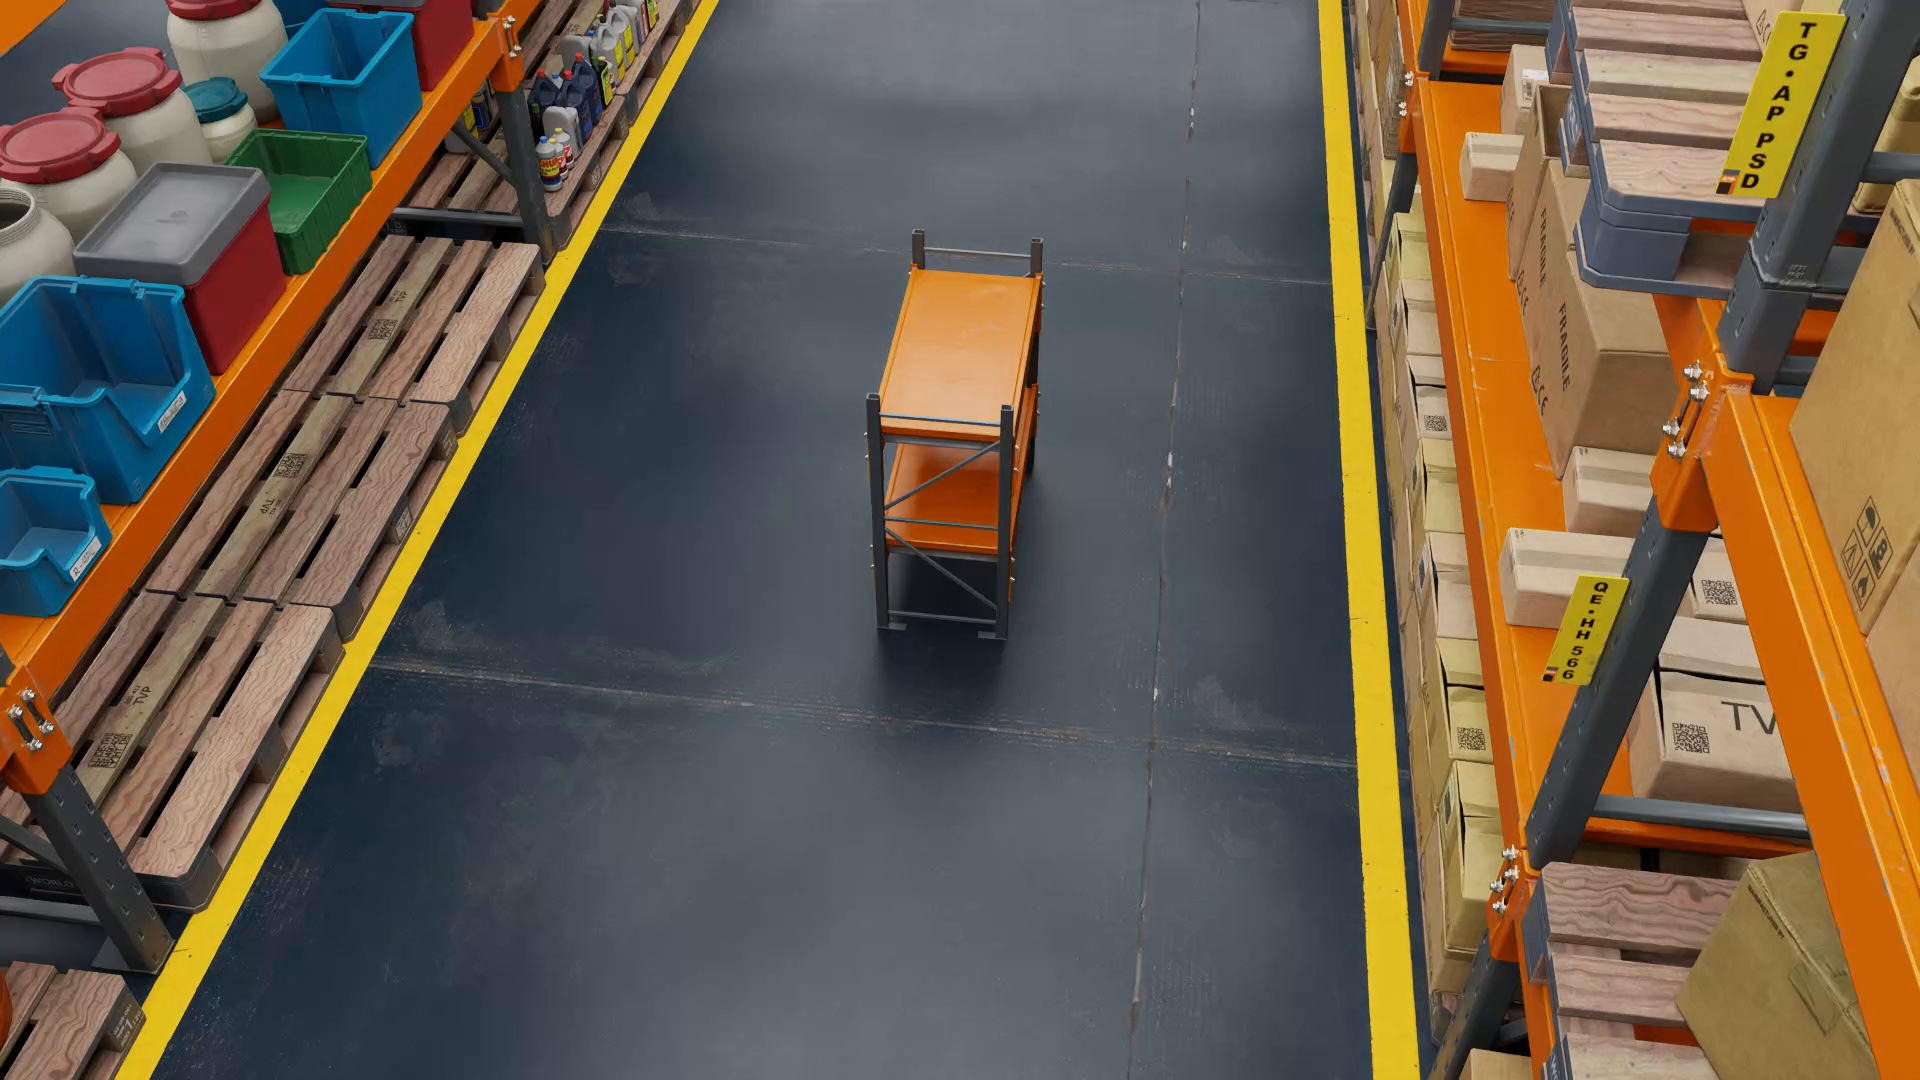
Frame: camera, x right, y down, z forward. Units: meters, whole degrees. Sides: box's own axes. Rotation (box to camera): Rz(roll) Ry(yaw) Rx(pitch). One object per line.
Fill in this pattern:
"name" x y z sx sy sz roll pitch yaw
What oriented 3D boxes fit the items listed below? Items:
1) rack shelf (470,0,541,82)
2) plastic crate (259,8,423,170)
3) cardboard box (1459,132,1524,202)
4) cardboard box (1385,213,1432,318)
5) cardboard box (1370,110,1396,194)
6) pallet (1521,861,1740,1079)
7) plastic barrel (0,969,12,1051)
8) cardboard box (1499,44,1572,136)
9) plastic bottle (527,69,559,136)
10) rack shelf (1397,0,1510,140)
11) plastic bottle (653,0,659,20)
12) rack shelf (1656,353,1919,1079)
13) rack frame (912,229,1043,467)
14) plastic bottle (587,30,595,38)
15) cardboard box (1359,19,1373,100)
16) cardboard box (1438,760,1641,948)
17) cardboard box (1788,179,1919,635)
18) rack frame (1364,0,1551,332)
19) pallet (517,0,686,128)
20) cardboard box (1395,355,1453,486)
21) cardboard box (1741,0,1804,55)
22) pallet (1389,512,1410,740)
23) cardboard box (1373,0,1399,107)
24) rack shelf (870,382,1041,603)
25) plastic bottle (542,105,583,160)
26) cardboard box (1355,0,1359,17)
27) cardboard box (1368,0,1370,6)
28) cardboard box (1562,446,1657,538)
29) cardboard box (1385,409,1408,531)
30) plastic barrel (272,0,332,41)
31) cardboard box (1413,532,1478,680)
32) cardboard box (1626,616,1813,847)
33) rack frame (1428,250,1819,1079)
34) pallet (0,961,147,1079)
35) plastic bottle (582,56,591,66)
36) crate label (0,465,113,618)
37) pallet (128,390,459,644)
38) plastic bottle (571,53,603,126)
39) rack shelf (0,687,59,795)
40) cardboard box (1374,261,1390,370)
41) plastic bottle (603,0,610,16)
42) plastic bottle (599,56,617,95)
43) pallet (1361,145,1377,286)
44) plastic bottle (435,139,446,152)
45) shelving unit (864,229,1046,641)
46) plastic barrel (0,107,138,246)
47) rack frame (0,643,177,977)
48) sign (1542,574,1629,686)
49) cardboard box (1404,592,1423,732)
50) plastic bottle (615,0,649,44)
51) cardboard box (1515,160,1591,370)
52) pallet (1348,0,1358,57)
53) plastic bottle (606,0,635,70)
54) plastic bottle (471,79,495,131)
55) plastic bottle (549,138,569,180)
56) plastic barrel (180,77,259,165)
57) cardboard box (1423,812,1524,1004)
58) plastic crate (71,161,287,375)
"rack shelf" -2.244 -3.618 8.913 1.077 0.370 4.000 5 44 6
"plastic crate" -2.346 -1.730 6.407 0.392 0.384 0.575 5 44 6
"cardboard box" 2.081 -1.387 6.216 0.380 0.149 0.250 5 44 6
"cardboard box" 2.100 -1.162 7.082 0.500 0.311 0.500 5 44 6
"cardboard box" 2.322 -1.893 8.262 0.500 0.250 0.500 5 44 6
"pallet" 1.852 1.201 3.440 1.213 0.211 1.003 5 44 6
"plastic barrel" -3.085 1.180 4.595 0.600 0.830 0.708 5 44 6
"cardboard box" 2.379 -1.669 6.441 0.500 0.250 0.500 8 44 8
"plastic bottle" -2.133 -2.240 8.540 0.144 0.351 0.185 5 44 6
"rack shelf" 2.666 -3.165 8.434 1.077 0.370 4.000 5 44 6
"plastic bottle" -1.788 -3.094 9.552 0.097 0.201 0.097 0 43 0
"rack shelf" 1.608 1.198 1.645 1.077 0.370 4.000 5 44 6
"rack frame" 0.066 -0.750 6.724 0.500 1.125 0.032 5 44 6
"plastic bottle" -2.010 -2.698 9.134 0.097 0.201 0.097 0 43 0
"cardboard box" 2.439 -2.576 8.983 0.500 0.250 0.500 5 44 6
"cardboard box" 1.698 0.926 4.877 0.500 0.311 0.500 6 44 7
"cardboard box" 1.848 -0.162 2.486 0.910 0.500 0.500 5 44 6
"rack frame" 2.401 -2.063 6.748 1.000 3.000 0.127 5 44 6
"pallet" -2.219 -2.791 9.544 1.003 0.211 1.213 5 44 6
"cardboard box" 1.961 -0.469 6.350 0.500 0.311 0.500 4 44 4
"cardboard box" 1.928 -1.198 3.455 0.500 0.250 0.500 6 44 7
"pallet" 2.184 0.289 6.292 1.003 0.211 1.213 5 44 6
"cardboard box" 2.386 -2.506 8.364 0.500 0.500 0.500 5 44 6
"rack shelf" -0.001 -0.226 6.526 0.538 0.278 1.000 5 44 6
"plastic bottle" -2.016 -2.087 8.434 0.152 0.276 0.135 7 44 7
"cardboard box" 2.576 -3.257 9.703 0.500 0.250 0.500 5 44 6
"cardboard box" 2.521 -3.188 9.084 0.500 0.500 0.500 5 44 6
"cardboard box" 1.985 -0.120 4.878 0.380 0.149 0.250 8 44 9
"cardboard box" 1.968 -0.264 6.541 0.500 0.250 0.500 4 44 4
"plastic barrel" -2.860 -2.462 6.804 0.600 0.901 0.708 5 44 6
"cardboard box" 1.829 0.227 5.615 0.500 0.311 0.500 5 44 5
"cardboard box" 1.964 0.451 4.157 0.500 0.311 0.500 8 44 8
"rack frame" 1.872 0.663 3.868 1.000 3.000 0.127 5 44 6
"pallet" -3.100 1.764 4.734 1.003 0.211 1.213 5 44 6
"plastic bottle" -1.983 -2.430 8.799 0.097 0.271 0.097 0 43 0
"crate label" -2.610 0.018 4.671 0.303 0.233 0.416 5 44 6
"pallet" -2.732 -0.131 6.735 1.003 0.211 1.213 5 44 6
"plastic bottle" -1.965 -2.355 8.662 0.144 0.351 0.185 4 44 4
"rack shelf" -3.301 1.834 3.154 1.077 0.370 4.000 5 44 6
"cardboard box" 2.102 -0.965 7.282 0.500 0.250 0.500 4 44 5
"plastic bottle" -1.954 -2.964 9.354 0.061 0.283 0.133 5 44 6
"plastic bottle" -1.905 -2.492 8.915 0.097 0.201 0.097 0 43 0
"pallet" 2.548 -1.589 8.275 1.003 0.211 1.213 5 44 6
"plastic bottle" -2.709 -2.179 8.476 0.144 0.351 0.185 4 44 4
"shelving unit" -0.001 -0.404 6.358 0.538 1.125 1.048 5 44 6
"plastic barrel" -3.006 -1.139 5.672 0.433 0.535 0.433 0 43 0
"rack frame" -3.037 0.210 4.347 1.000 3.000 0.127 5 44 6
"sign" 1.322 0.194 3.521 0.100 0.325 0.005 5 44 6
"cardboard box" 1.834 0.434 5.805 0.500 0.250 0.500 6 44 6
"plastic bottle" -1.848 -2.952 9.347 0.152 0.276 0.135 6 44 6
"cardboard box" 2.148 -0.877 5.422 0.500 0.500 0.500 5 44 6
"pallet" 2.870 -3.252 10.031 1.003 0.211 1.213 5 44 6
"plastic bottle" -1.884 -2.772 9.102 0.144 0.351 0.185 7 44 7
"plastic bottle" -2.533 -2.286 8.644 0.152 0.276 0.135 5 44 6
"plastic bottle" -2.018 -1.906 8.297 0.097 0.201 0.097 0 43 0
"plastic barrel" -2.835 -1.578 6.335 0.301 0.262 0.301 0 43 0
"cardboard box" 1.700 1.128 5.072 0.500 0.250 0.500 6 44 7
"plastic crate" -2.520 -0.887 5.458 0.402 0.464 0.583 5 44 6
